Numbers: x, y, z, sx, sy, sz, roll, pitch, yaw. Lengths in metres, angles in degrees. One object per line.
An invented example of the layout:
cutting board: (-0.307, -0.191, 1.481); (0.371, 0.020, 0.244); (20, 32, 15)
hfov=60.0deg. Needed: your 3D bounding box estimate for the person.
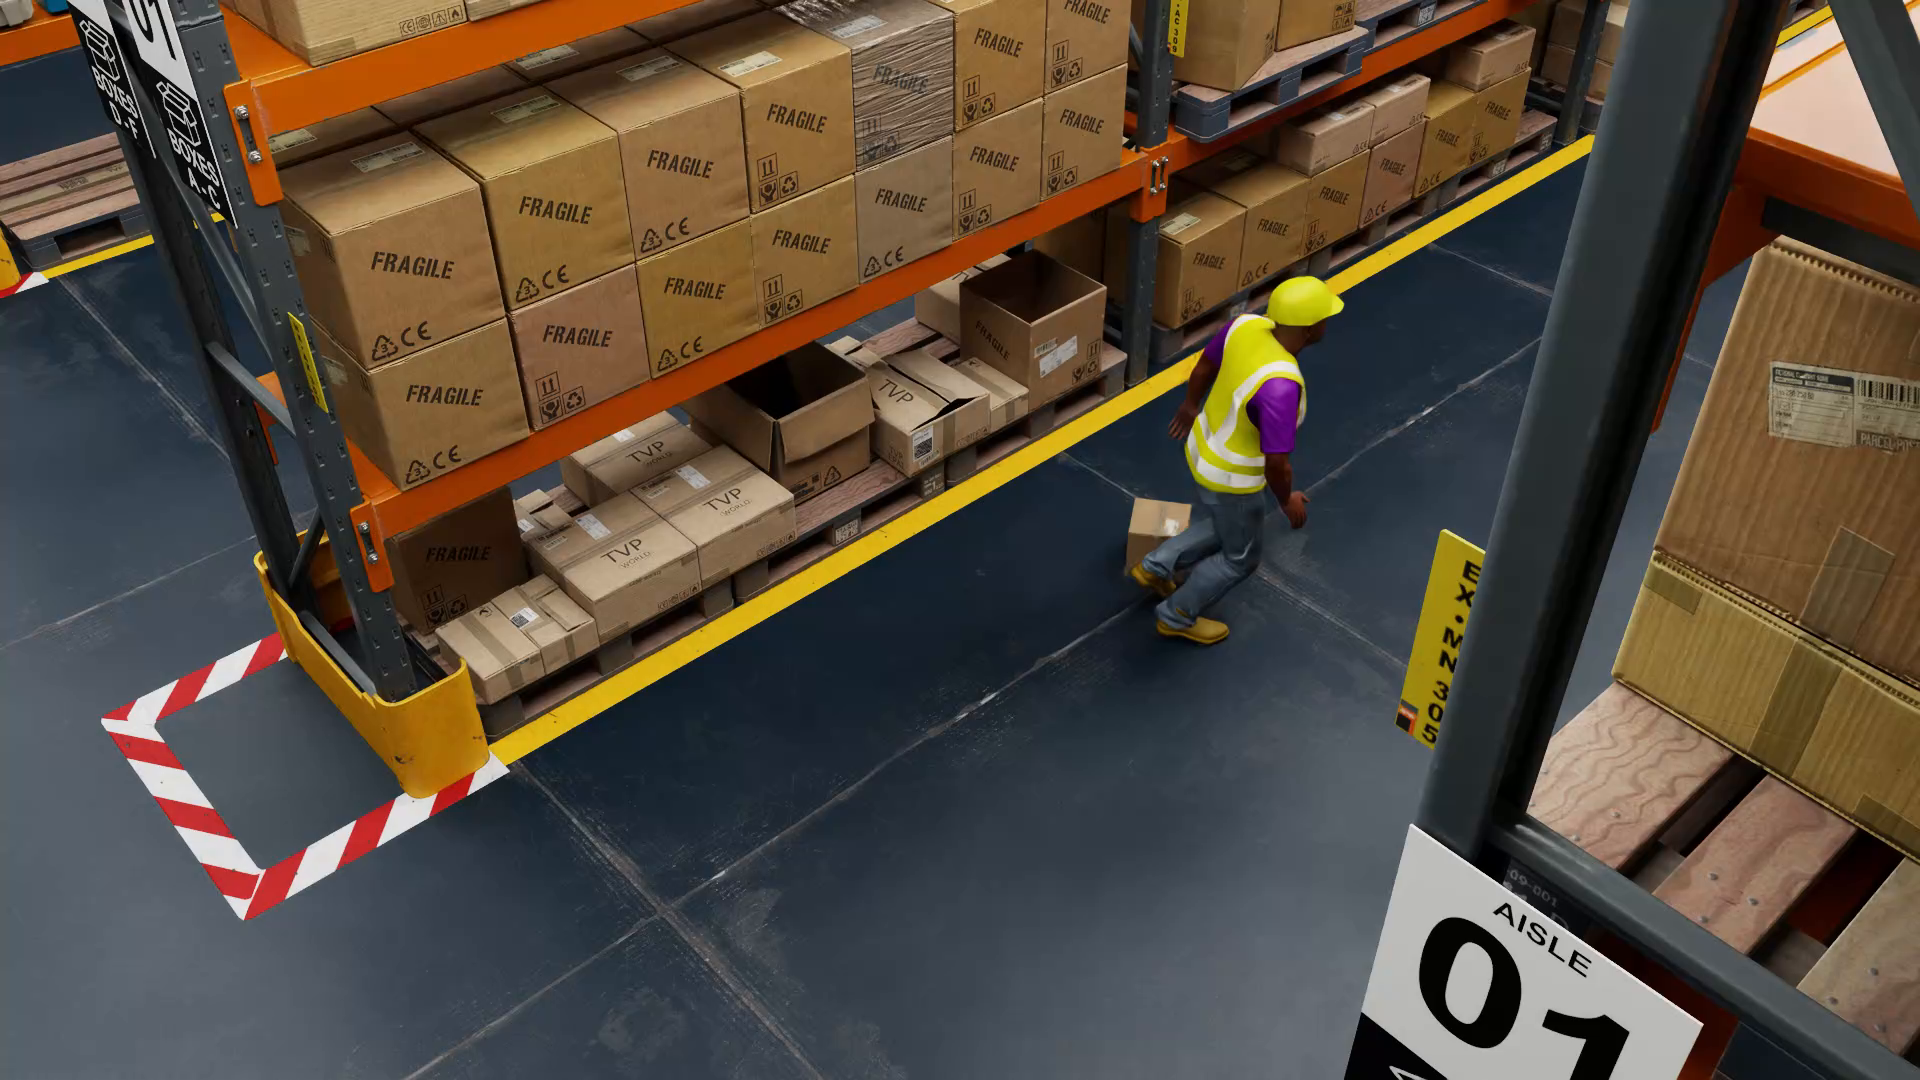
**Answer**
person: (1.069, -0.310, 6.587); (0.698, 1.664, 0.735); (-1, 40, -1)
